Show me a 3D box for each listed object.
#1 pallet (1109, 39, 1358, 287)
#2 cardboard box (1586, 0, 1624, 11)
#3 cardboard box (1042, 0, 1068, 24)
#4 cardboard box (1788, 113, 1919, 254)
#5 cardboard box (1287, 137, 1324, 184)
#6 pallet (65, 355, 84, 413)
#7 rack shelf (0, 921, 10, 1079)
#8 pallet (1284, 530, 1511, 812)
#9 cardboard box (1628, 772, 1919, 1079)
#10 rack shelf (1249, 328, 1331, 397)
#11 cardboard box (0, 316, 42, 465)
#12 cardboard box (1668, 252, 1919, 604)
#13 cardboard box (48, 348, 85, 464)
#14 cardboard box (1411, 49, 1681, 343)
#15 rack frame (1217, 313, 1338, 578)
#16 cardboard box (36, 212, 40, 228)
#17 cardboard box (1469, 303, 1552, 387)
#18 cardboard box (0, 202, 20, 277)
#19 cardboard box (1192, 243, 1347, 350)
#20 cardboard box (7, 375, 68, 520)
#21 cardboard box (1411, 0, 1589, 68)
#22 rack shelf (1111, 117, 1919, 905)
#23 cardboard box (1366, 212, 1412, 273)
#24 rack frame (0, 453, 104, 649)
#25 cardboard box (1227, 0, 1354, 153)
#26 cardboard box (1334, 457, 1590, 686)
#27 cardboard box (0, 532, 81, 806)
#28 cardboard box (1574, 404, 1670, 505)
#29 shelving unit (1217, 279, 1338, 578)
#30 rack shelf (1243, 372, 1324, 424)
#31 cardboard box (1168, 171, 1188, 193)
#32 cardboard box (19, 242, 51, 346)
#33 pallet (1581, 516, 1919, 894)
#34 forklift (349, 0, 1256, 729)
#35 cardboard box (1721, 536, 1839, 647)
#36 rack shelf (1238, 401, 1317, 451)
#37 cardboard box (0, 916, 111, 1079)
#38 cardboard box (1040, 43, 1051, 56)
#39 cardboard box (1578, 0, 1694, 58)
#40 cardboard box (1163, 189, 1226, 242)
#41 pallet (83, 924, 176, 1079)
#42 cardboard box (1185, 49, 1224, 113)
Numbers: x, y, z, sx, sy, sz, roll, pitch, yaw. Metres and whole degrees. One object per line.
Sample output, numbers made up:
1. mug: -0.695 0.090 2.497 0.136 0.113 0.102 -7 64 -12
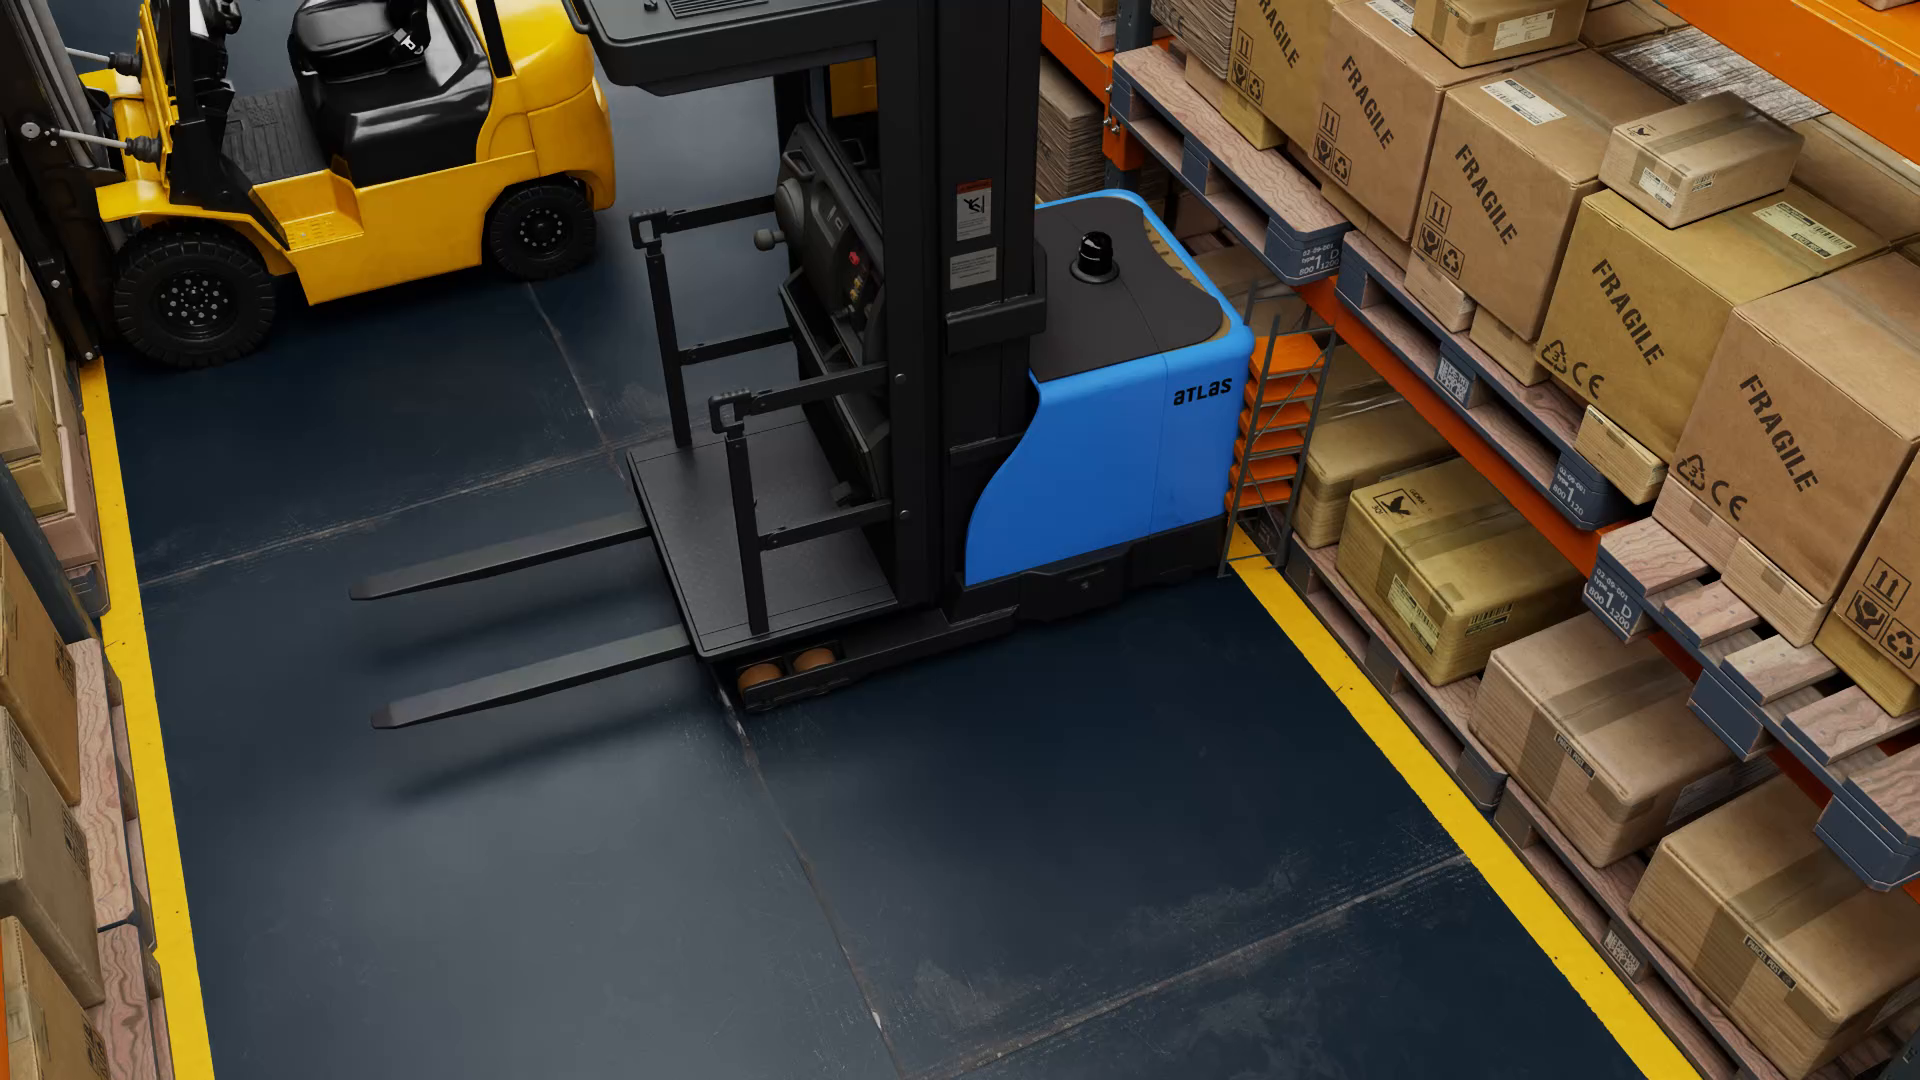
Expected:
1. pallet: 1.233 -1.389 5.658 1.003 0.211 1.213 -18 47 -17
2. cardboard box: 1.881 -1.678 4.771 0.380 0.149 0.250 -20 48 -19
3. cardboard box: 0.521 -2.169 6.492 0.380 0.149 0.250 -17 47 -17
4. cardboard box: 2.291 -0.751 4.293 0.500 0.500 0.500 -17 47 -17
5. cardboard box: 1.275 -1.282 5.293 0.380 0.149 0.250 -15 47 -15
6. pallet: -4.272 -0.824 6.935 1.003 0.211 1.213 -18 47 -17
7. rack shelf: -2.618 1.012 3.601 1.077 0.370 4.000 -18 47 -17
8. pallet: 1.889 0.280 5.816 1.003 0.211 1.213 -18 47 -17
9. cardboard box: 2.497 0.985 4.688 0.950 0.372 0.625 -21 48 -20
10. rack shelf: 1.062 -0.586 5.480 0.258 0.103 0.180 -10 47 -12
11. cardboard box: -3.377 -0.446 5.514 0.500 0.250 0.500 -19 48 -18
12. cardboard box: 2.055 -0.263 3.799 0.500 0.500 0.500 -19 48 -18
13. cardboard box: -3.589 -0.415 6.193 0.500 0.250 0.500 -19 48 -18
14. cardboard box: 1.613 -0.932 4.477 0.500 0.500 0.500 -20 48 -19
15. rack frame: 1.074 -0.302 5.644 0.240 1.200 0.006 -10 47 -12
16. cardboard box: -4.015 -1.067 6.854 0.500 0.250 0.500 -17 47 -16
17. cardboard box: 1.651 -0.602 4.604 0.380 0.149 0.250 -19 48 -19
18. cardboard box: -3.803 -1.089 6.165 0.500 0.250 0.500 -17 47 -16
19. cardboard box: 1.266 -0.868 6.566 0.950 0.372 0.625 -17 47 -17
20. cardboard box: -3.382 -0.267 5.688 0.500 0.250 0.500 -18 47 -18
21. cardboard box: 1.470 -1.443 4.533 0.380 0.149 0.250 -16 47 -15
22. rack shelf: 1.884 -0.457 5.089 1.077 0.370 4.000 -18 47 -17
23. cardboard box: 1.447 -0.948 4.954 0.380 0.149 0.250 -18 47 -17
24. rack frame: -3.459 -0.519 4.640 1.000 3.000 0.127 -18 47 -17
25. cardboard box: 1.191 -1.576 5.129 0.500 0.500 0.500 -18 47 -17
26. cardboard box: 1.866 0.032 5.654 0.950 0.372 0.625 -17 47 -16
27. cardboard box: -3.229 0.506 4.993 0.875 0.625 0.625 -16 47 -16
28. cardboard box: 1.822 -0.268 4.266 0.380 0.149 0.250 -17 47 -17
29. shelving unit: 1.049 -0.366 5.705 0.258 1.200 0.189 -10 47 -12
30. rack shelf: 1.057 -0.502 5.565 0.258 0.103 0.180 -10 47 -12
31. cardboard box: 1.040 -1.880 7.145 0.500 0.500 0.500 -16 47 -16
32. cardboard box: -3.796 -0.911 6.340 0.500 0.250 0.500 -18 48 -18
33. pallet: 2.329 0.208 4.041 1.213 0.211 1.003 -18 47 -17
34. forklift: -0.587 -0.884 5.059 3.031 2.935 1.130 -15 47 -15
35. cardboard box: 2.049 0.066 3.928 0.380 0.149 0.250 -18 48 -18
36. rack shelf: 1.052 -0.418 5.651 0.258 0.103 0.180 -10 47 -12
37. cardboard box: -2.592 1.481 4.005 0.875 0.625 0.625 -20 48 -19
38. cardboard box: 0.336 -2.046 7.313 0.500 0.500 0.500 -17 47 -17
39. cardboard box: 1.867 -1.405 4.957 0.500 0.500 0.500 -17 47 -16
40. cardboard box: 1.040 -1.614 7.408 0.500 0.250 0.500 -20 48 -19
41. pallet: -2.597 1.710 4.366 1.003 0.211 1.213 -18 47 -17
42. cardboard box: 0.989 -1.602 5.617 0.380 0.149 0.250 -17 47 -17
